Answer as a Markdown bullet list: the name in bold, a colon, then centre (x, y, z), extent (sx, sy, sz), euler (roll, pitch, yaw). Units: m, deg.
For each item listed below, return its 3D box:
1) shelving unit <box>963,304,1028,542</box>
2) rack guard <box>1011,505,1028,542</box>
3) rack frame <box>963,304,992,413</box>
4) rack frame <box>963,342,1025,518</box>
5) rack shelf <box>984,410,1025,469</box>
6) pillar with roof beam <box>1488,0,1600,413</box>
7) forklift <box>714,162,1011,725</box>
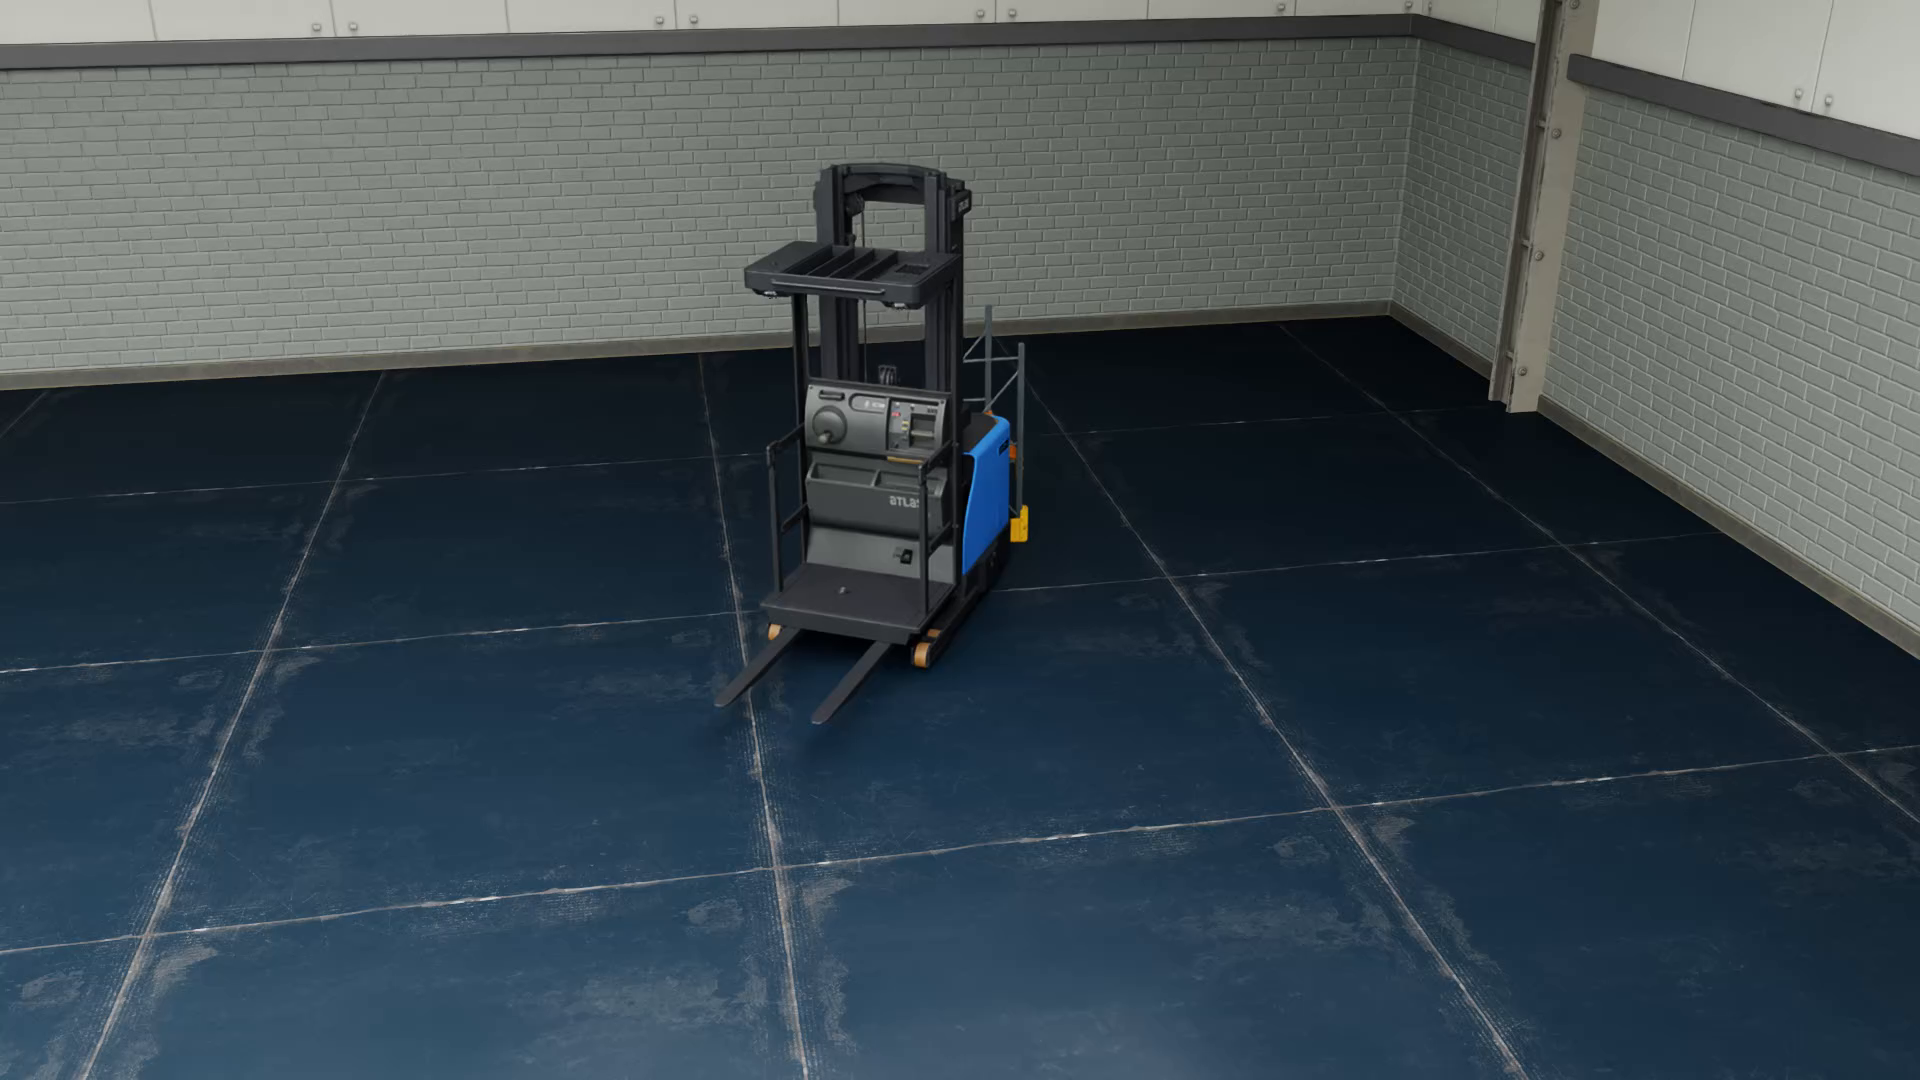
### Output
- **shelving unit**: centre (0.103, -0.870, 12.368), extent (0.587, 1.500, 1.083), euler (-5, 24, -11)
- **rack guard**: centre (0.207, -0.102, 12.172), extent (0.587, 0.250, 0.087), euler (-5, 24, -11)
- **rack frame**: centre (-0.006, -1.072, 12.832), extent (0.500, 1.500, 0.032), euler (-5, 24, -11)
- **rack frame**: centre (0.208, -0.675, 11.921), extent (0.500, 1.500, 0.032), euler (-5, 24, -11)
- **rack shelf**: centre (0.101, -0.709, 12.448), extent (0.538, 0.185, 1.000), euler (-5, 24, -11)
- **pillar with roof beam**: centre (0.783, -5.032, 12.527), extent (9.100, 9.000, 0.400), euler (-4, 24, -10)
- **forklift**: centre (-0.601, -0.722, 10.241), extent (1.130, 2.935, 3.031), euler (8, 25, 17)
